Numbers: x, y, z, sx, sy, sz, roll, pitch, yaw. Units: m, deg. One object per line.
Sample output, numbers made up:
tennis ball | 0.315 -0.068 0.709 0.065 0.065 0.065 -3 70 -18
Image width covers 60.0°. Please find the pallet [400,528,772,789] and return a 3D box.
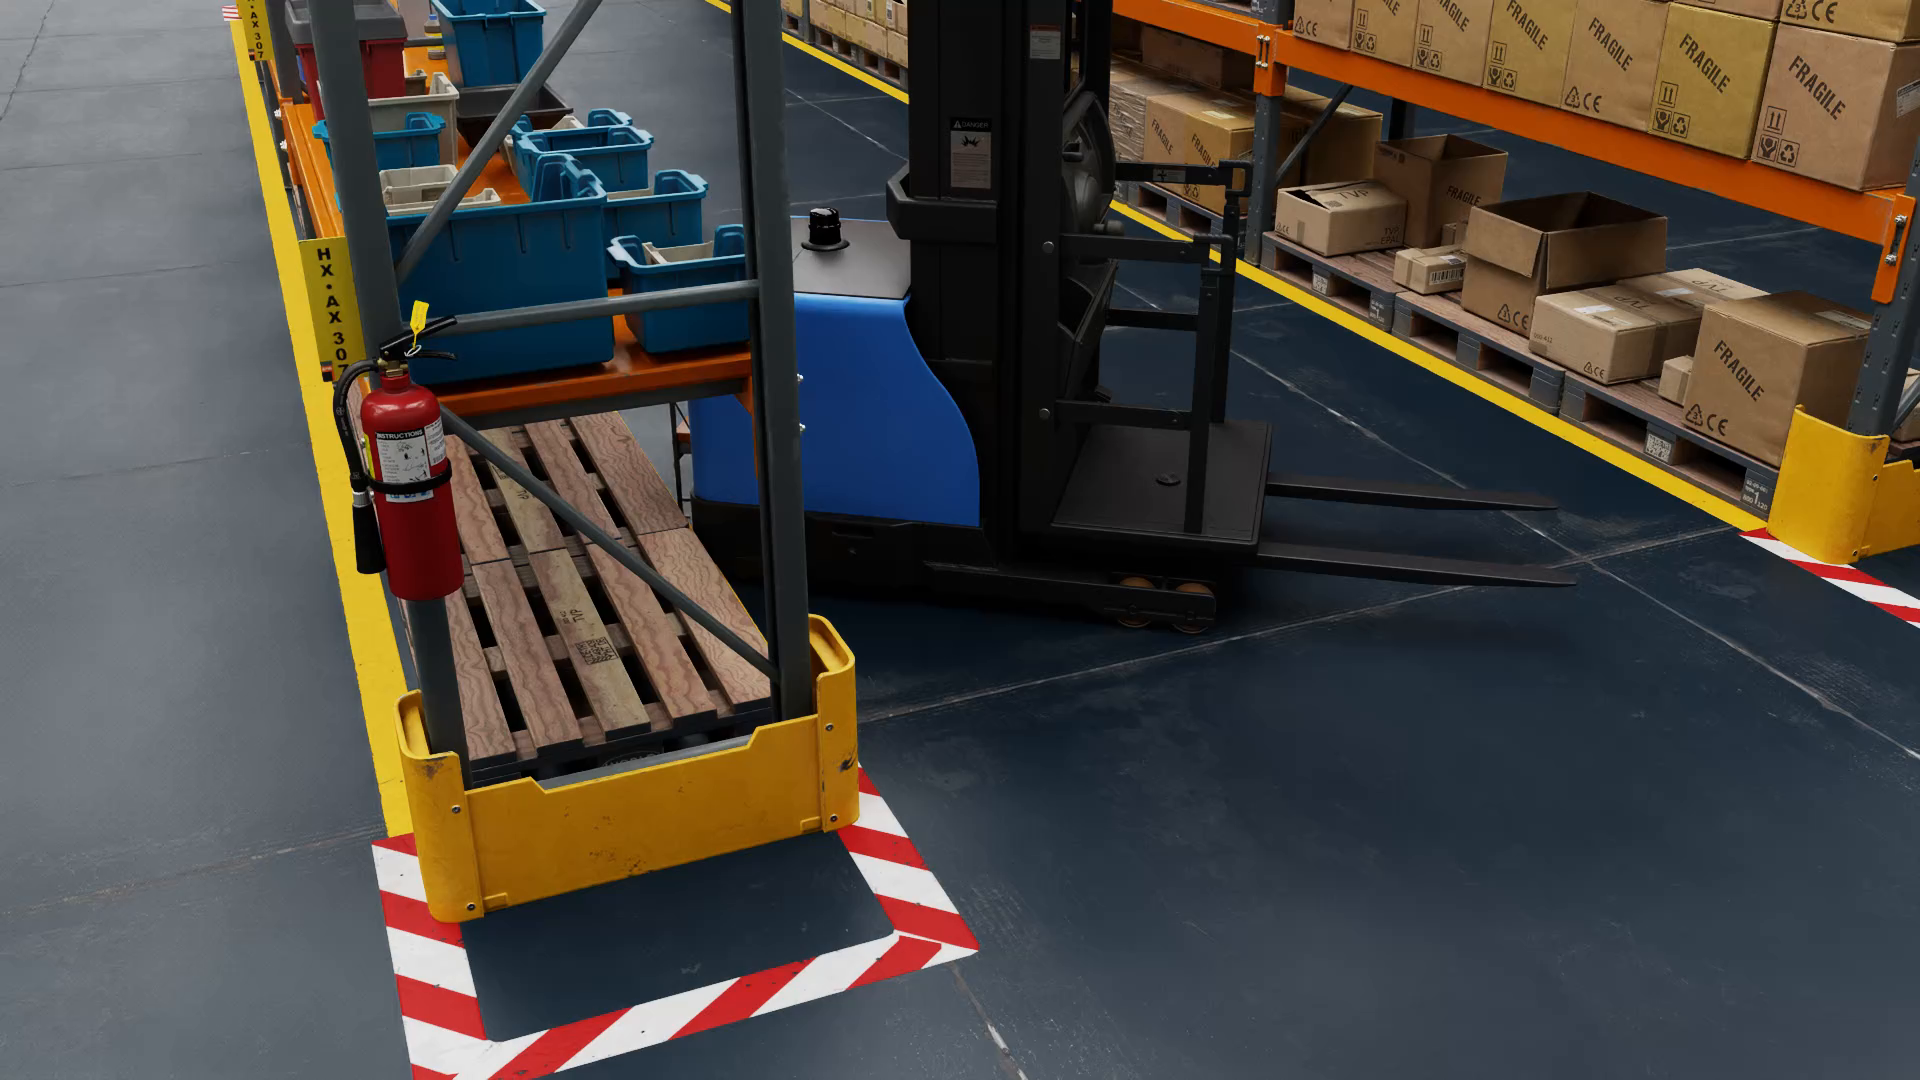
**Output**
pallet | -1.175 0.376 5.239 1.003 0.211 1.213 -11 28 -21

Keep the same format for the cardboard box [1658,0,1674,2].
cardboard box | 2.839 -2.426 6.546 0.500 0.500 0.500 -10 28 -19

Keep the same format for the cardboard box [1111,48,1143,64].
cardboard box | 1.323 -3.144 11.619 0.500 0.500 0.500 -12 28 -22

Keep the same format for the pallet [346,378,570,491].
pallet | -2.130 -0.609 7.256 1.003 0.211 1.213 -11 28 -21

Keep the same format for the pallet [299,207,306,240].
pallet | -3.199 -1.711 9.513 1.003 0.211 1.213 -11 28 -21

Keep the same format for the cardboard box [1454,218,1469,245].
cardboard box | 2.883 -1.507 8.481 0.500 0.311 0.500 -11 28 -21

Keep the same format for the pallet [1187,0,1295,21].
pallet | 1.893 -3.257 9.720 1.003 0.211 1.213 -11 28 -21

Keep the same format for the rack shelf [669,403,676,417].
rack shelf | -0.967 -0.598 6.302 0.215 0.259 0.240 4 26 9

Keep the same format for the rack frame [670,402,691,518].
rack frame | -0.989 -0.555 6.190 0.200 1.050 0.008 4 26 9

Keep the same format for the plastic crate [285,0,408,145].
plastic crate | -2.335 -1.804 6.385 0.402 0.464 0.583 -11 28 -21

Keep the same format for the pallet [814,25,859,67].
pallet | -0.703 -4.687 15.610 1.003 0.211 1.213 -11 28 -21

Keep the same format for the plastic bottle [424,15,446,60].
plastic bottle | -2.535 -2.434 8.042 0.097 0.201 0.097 0 26 0

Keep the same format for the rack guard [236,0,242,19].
rack guard | -7.080 -5.850 17.663 1.175 0.500 0.348 -11 28 -21

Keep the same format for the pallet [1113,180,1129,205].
pallet | 1.270 -2.563 11.260 1.003 0.211 1.213 -11 28 -21

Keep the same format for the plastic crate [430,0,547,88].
plastic crate | -1.957 -2.042 6.963 0.392 0.384 0.575 -11 28 -21

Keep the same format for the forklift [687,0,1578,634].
forklift | 0.616 -1.258 5.485 3.031 2.935 1.130 6 27 11

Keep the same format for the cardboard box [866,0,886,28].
cardboard box | -0.492 -4.606 14.281 0.500 0.311 0.500 -10 28 -19

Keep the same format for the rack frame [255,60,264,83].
rack frame | -5.587 -5.382 13.853 1.000 3.000 0.127 -11 28 -21

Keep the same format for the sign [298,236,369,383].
sign | -1.387 -0.509 3.688 0.100 0.325 0.005 -11 28 -21

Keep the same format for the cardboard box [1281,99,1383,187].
cardboard box | 2.140 -2.313 9.916 0.500 0.500 0.500 -12 28 -23

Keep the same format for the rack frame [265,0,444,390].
rack frame | -2.454 -2.152 7.239 1.000 3.000 0.127 -11 28 -21

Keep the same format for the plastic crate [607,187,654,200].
plastic crate | -0.996 -1.019 5.151 0.250 0.136 0.298 -11 28 -21

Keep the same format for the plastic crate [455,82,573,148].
plastic crate | -1.768 -1.650 6.455 0.437 0.125 0.590 -11 28 -21

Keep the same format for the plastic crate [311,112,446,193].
plastic crate | -1.928 -1.274 5.563 0.416 0.233 0.300 -11 28 -21

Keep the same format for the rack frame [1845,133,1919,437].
rack frame | 3.672 -1.387 5.671 1.000 3.000 0.127 -11 28 -21

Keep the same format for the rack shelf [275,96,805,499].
rack shelf | -1.671 -1.021 5.743 1.077 0.370 4.000 -11 28 -21

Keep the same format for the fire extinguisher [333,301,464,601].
fire extinguisher | -1.246 -0.196 3.745 0.296 0.674 0.183 -11 28 -21

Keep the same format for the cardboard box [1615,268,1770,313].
cardboard box | 3.328 -1.021 7.554 0.500 0.250 0.500 -11 28 -21

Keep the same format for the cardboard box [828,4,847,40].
cardboard box | -0.899 -4.772 15.261 0.500 0.250 0.500 -10 28 -19

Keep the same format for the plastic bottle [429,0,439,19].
plastic bottle | -2.647 -2.722 8.548 0.152 0.276 0.135 -11 28 -21

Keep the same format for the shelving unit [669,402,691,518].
shelving unit | -0.967 -0.608 6.298 0.215 1.050 0.252 4 26 9

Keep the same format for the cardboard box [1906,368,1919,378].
cardboard box | 3.726 -0.640 6.870 0.380 0.166 0.250 -11 28 -21

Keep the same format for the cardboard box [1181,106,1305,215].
cardboard box | 1.648 -2.226 9.738 0.500 0.500 0.500 -11 28 -21

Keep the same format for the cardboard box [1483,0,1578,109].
cardboard box | 2.652 -2.180 7.183 0.500 0.500 0.500 -11 28 -21

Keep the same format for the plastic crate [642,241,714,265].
plastic crate | -0.731 -0.745 4.590 0.250 0.136 0.298 -11 28 -21

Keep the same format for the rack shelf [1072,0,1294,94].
rack shelf | 1.322 -3.486 10.790 1.077 0.370 4.000 -11 28 -21

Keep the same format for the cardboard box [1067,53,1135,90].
cardboard box | 0.856 -3.044 11.414 0.500 0.500 0.500 -11 28 -21

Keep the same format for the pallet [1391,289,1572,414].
pallet | 2.855 -0.978 8.012 1.003 0.211 1.213 -11 28 -21

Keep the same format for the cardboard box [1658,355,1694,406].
cardboard box | 3.156 -0.667 6.926 0.380 0.166 0.250 -11 28 -21

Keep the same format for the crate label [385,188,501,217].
crate label | -1.605 -0.971 5.053 0.396 0.136 0.243 -11 28 -21

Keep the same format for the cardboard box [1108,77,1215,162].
cardboard box | 1.267 -2.629 10.564 0.500 0.500 0.500 -10 28 -20

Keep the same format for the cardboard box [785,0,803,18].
cardboard box | -1.410 -5.334 16.411 0.500 0.250 0.500 -11 28 -21

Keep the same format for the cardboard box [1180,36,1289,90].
cardboard box | 1.749 -3.054 10.579 0.500 0.250 0.500 -11 28 -20

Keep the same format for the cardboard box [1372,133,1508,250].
cardboard box | 2.589 -1.895 9.059 0.500 0.500 0.500 -11 28 -21

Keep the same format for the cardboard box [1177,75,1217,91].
cardboard box | 1.732 -2.729 10.769 0.500 0.500 0.500 -10 28 -20

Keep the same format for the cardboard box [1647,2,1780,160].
cardboard box | 3.040 -1.774 6.352 0.500 0.500 0.500 -10 28 -20

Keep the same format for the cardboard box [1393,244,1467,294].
cardboard box | 2.419 -1.372 8.369 0.380 0.166 0.250 -11 28 -21

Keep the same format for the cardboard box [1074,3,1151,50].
cardboard box | 1.147 -3.668 11.838 0.500 0.250 0.500 -9 28 -19

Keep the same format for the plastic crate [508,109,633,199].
plastic crate | -1.314 -1.298 5.612 0.416 0.233 0.300 -11 28 -21

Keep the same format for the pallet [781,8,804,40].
pallet | -1.300 -5.306 16.877 1.003 0.211 1.213 -11 28 -21

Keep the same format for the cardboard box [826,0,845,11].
cardboard box | -0.904 -5.024 15.136 0.500 0.311 0.500 -11 28 -21

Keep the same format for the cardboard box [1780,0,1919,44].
cardboard box | 3.245 -2.013 5.701 0.500 0.500 0.500 -11 28 -21

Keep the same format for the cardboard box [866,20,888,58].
cardboard box | -0.495 -4.358 14.412 0.500 0.250 0.500 -10 28 -20

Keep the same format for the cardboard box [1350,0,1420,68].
cardboard box | 2.258 -2.588 8.017 0.500 0.500 0.500 -10 28 -20

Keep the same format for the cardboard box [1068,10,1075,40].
cardboard box | 0.604 -4.083 13.210 0.500 0.311 0.500 -10 28 -19
